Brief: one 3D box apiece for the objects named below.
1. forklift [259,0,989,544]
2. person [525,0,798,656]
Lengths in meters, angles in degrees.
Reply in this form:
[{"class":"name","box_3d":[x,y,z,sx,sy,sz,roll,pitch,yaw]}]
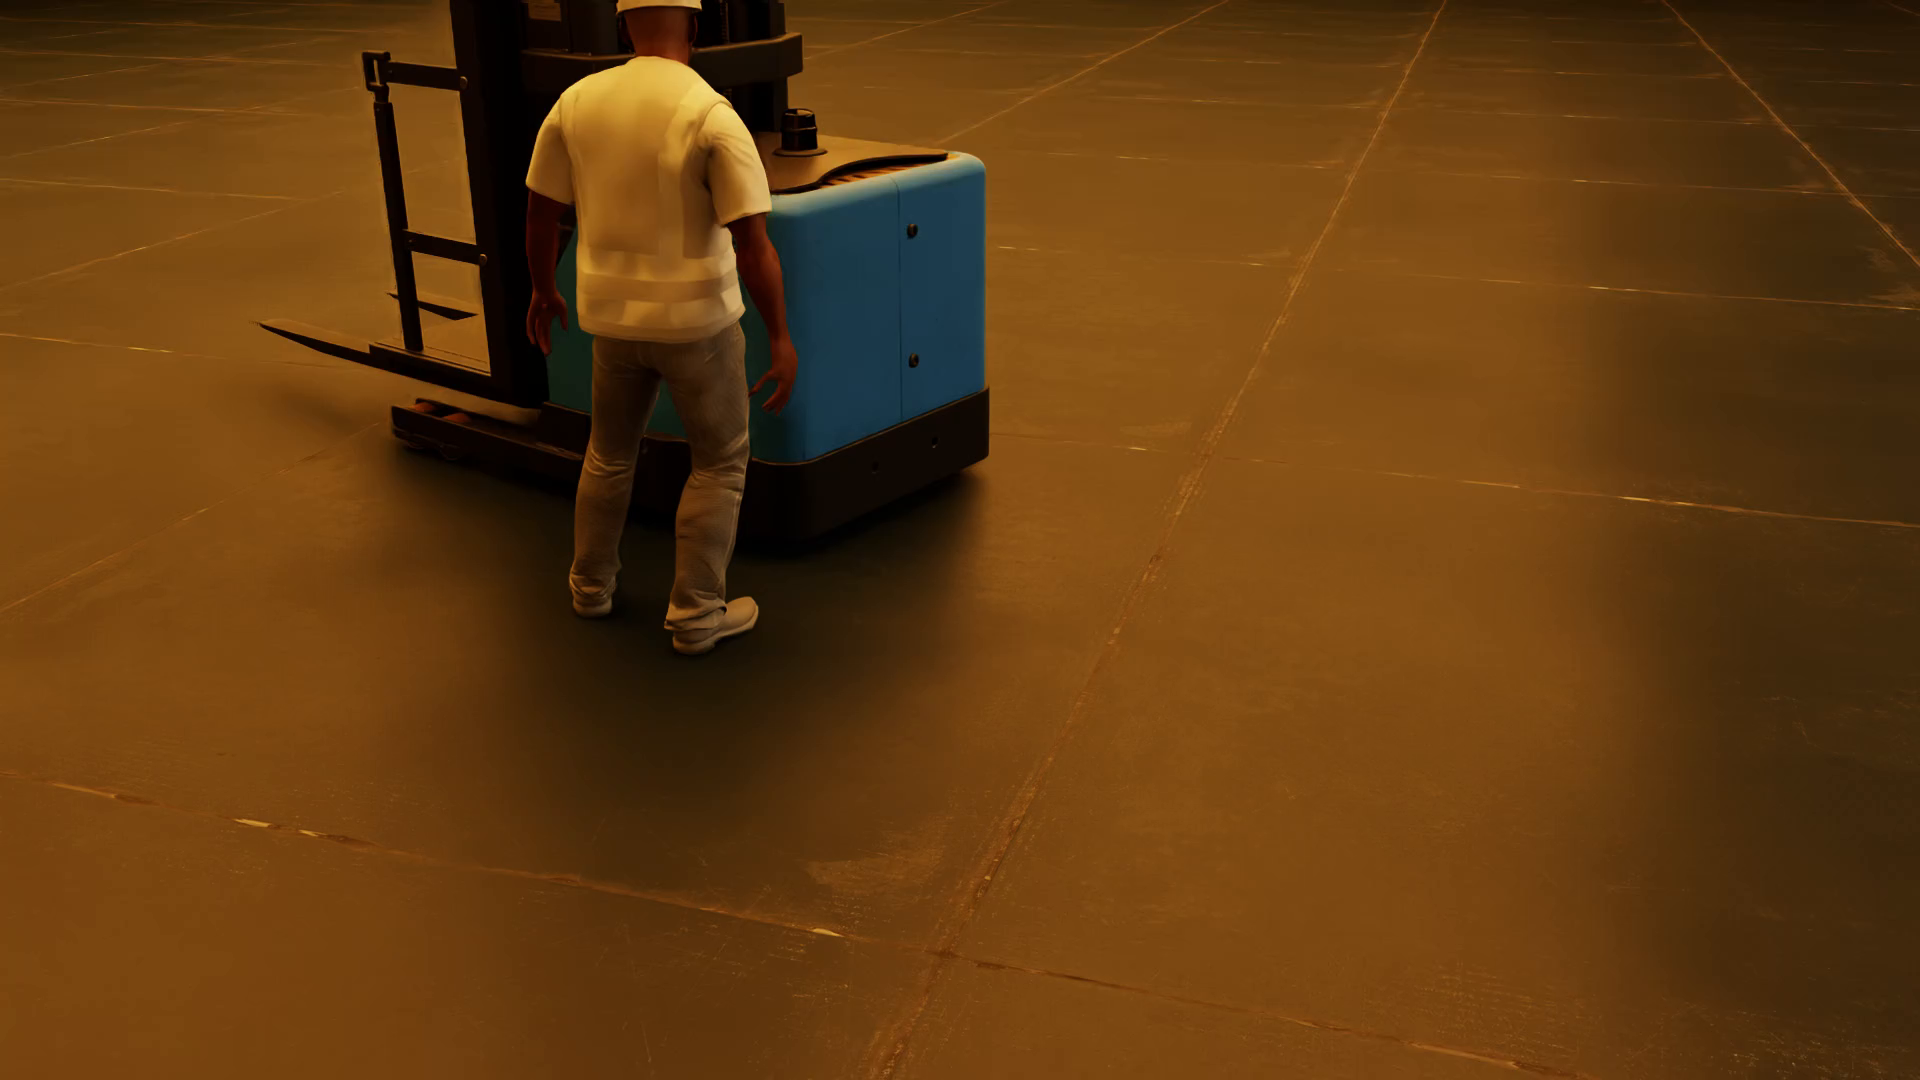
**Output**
[{"class":"forklift","box_3d":[-1.387,-1.774,5.577,3.031,2.935,1.130,16,27,33]},{"class":"person","box_3d":[-0.753,-0.583,4.260,0.850,1.735,0.431,9,24,21]}]
